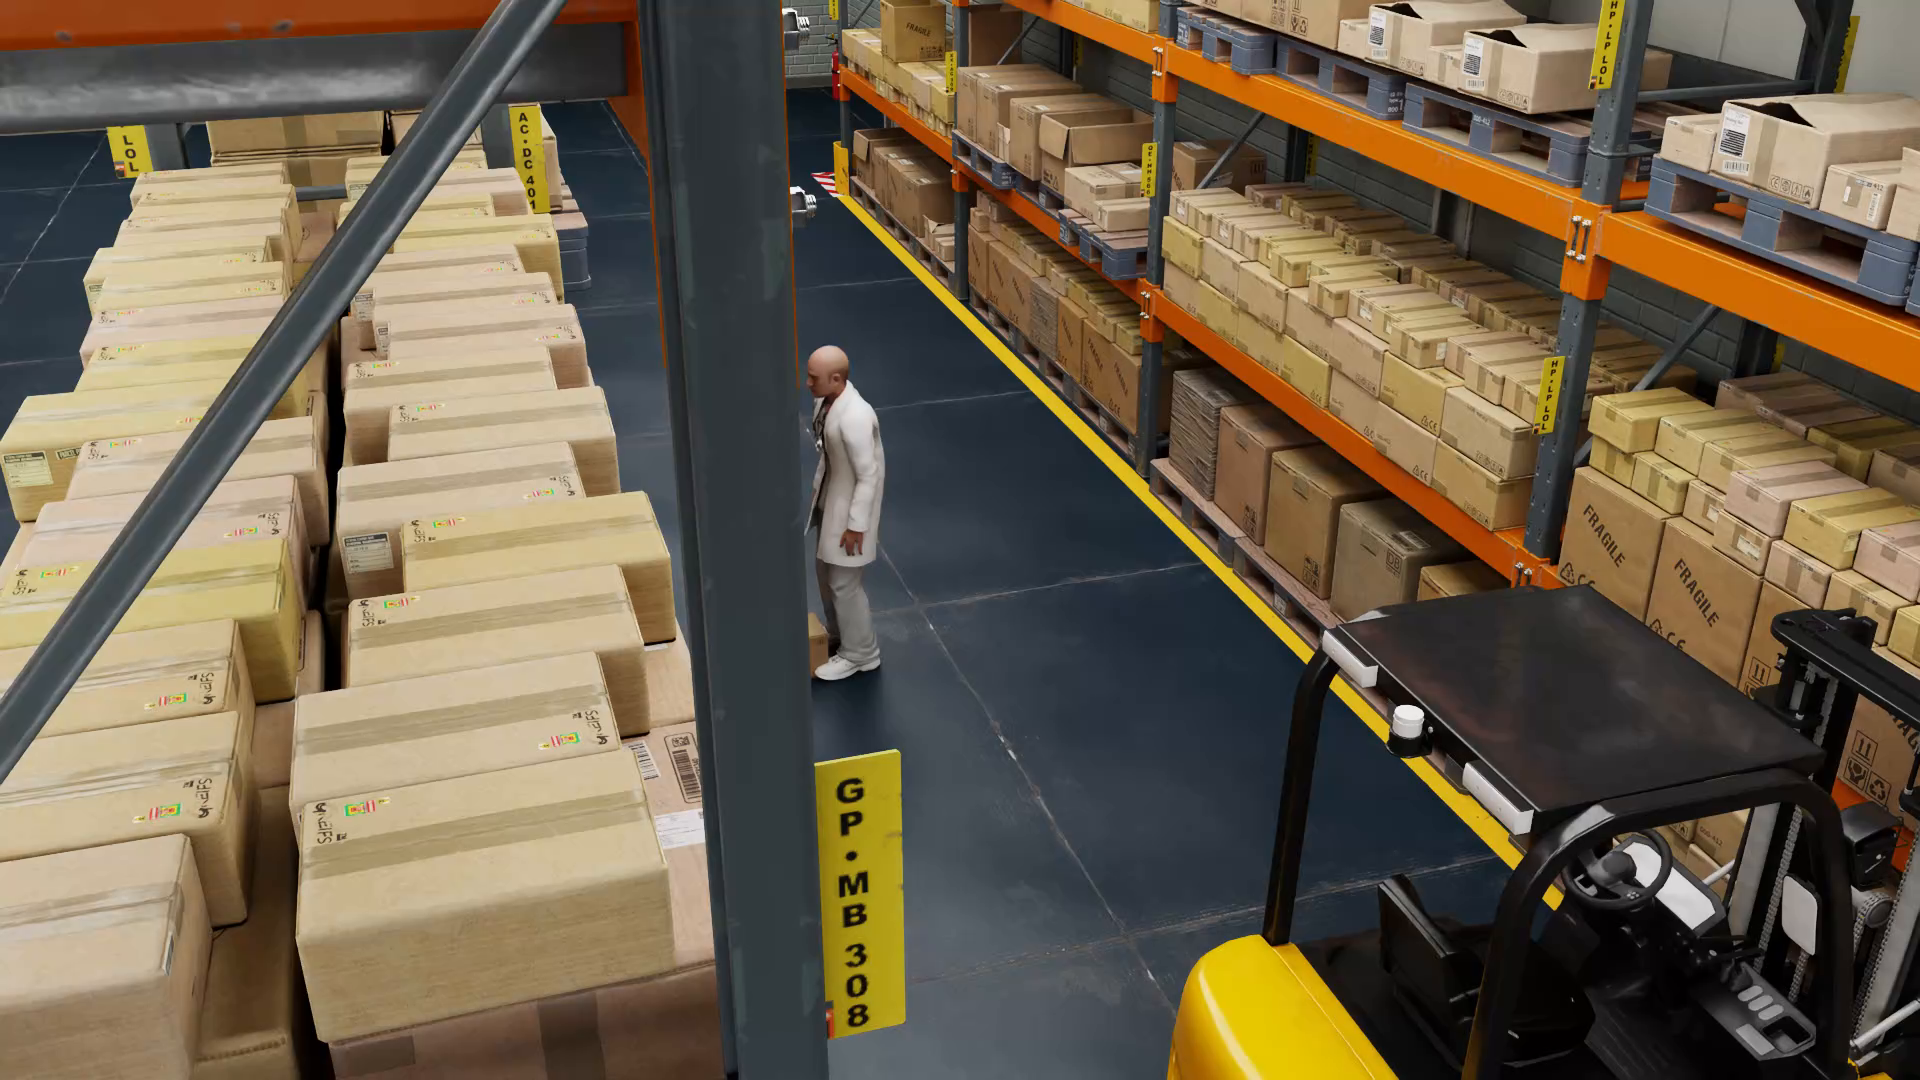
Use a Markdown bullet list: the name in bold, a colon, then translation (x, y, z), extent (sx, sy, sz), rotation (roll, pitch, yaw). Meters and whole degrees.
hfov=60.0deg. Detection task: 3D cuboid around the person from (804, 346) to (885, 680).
- **person**: translation (-0.603, -0.154, 8.448), extent (0.429, 1.772, 0.644), rotation (-10, 28, -19)
